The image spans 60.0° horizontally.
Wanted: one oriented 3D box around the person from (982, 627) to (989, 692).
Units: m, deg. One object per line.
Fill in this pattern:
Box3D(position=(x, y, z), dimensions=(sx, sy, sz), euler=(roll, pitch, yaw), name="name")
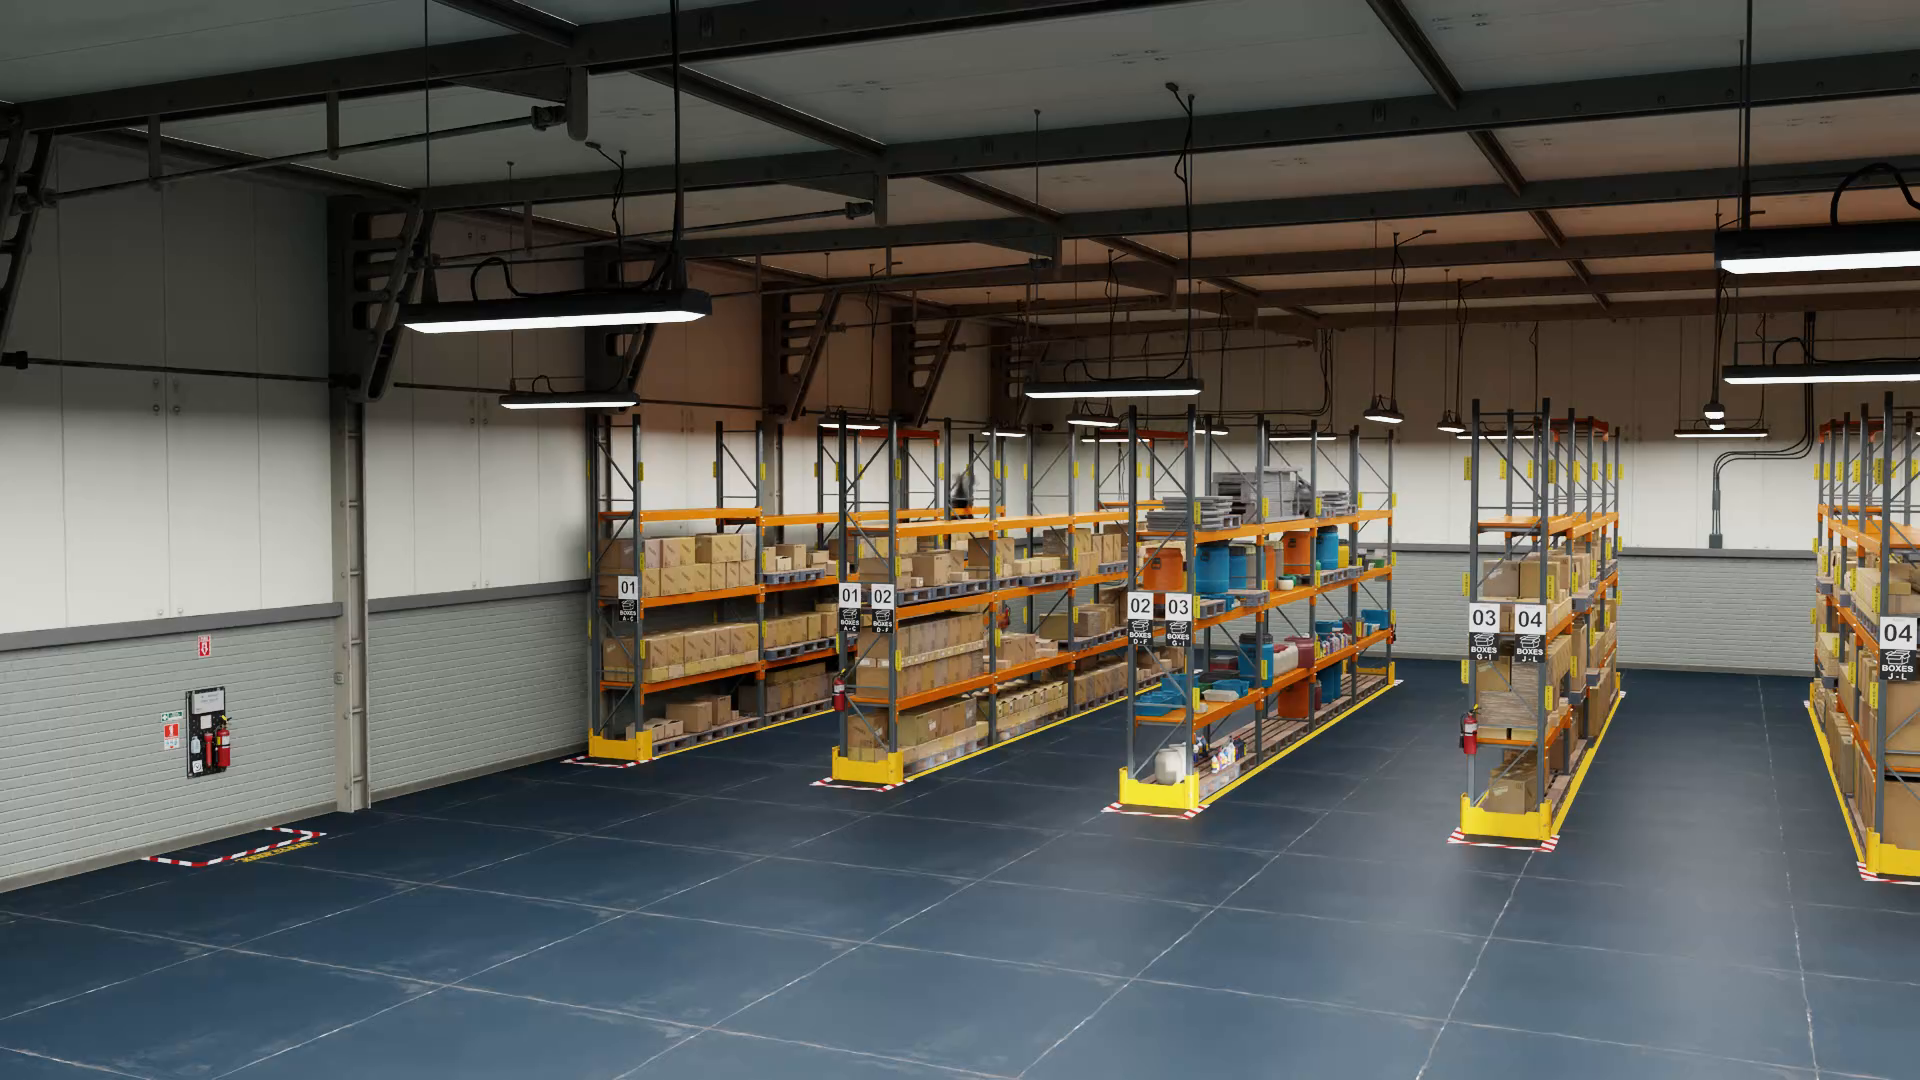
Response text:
Box3D(position=(0.638, 2.690, 37.193), dimensions=(0.591, 1.535, 0.903), euler=(1, 3, 28), name="person")
